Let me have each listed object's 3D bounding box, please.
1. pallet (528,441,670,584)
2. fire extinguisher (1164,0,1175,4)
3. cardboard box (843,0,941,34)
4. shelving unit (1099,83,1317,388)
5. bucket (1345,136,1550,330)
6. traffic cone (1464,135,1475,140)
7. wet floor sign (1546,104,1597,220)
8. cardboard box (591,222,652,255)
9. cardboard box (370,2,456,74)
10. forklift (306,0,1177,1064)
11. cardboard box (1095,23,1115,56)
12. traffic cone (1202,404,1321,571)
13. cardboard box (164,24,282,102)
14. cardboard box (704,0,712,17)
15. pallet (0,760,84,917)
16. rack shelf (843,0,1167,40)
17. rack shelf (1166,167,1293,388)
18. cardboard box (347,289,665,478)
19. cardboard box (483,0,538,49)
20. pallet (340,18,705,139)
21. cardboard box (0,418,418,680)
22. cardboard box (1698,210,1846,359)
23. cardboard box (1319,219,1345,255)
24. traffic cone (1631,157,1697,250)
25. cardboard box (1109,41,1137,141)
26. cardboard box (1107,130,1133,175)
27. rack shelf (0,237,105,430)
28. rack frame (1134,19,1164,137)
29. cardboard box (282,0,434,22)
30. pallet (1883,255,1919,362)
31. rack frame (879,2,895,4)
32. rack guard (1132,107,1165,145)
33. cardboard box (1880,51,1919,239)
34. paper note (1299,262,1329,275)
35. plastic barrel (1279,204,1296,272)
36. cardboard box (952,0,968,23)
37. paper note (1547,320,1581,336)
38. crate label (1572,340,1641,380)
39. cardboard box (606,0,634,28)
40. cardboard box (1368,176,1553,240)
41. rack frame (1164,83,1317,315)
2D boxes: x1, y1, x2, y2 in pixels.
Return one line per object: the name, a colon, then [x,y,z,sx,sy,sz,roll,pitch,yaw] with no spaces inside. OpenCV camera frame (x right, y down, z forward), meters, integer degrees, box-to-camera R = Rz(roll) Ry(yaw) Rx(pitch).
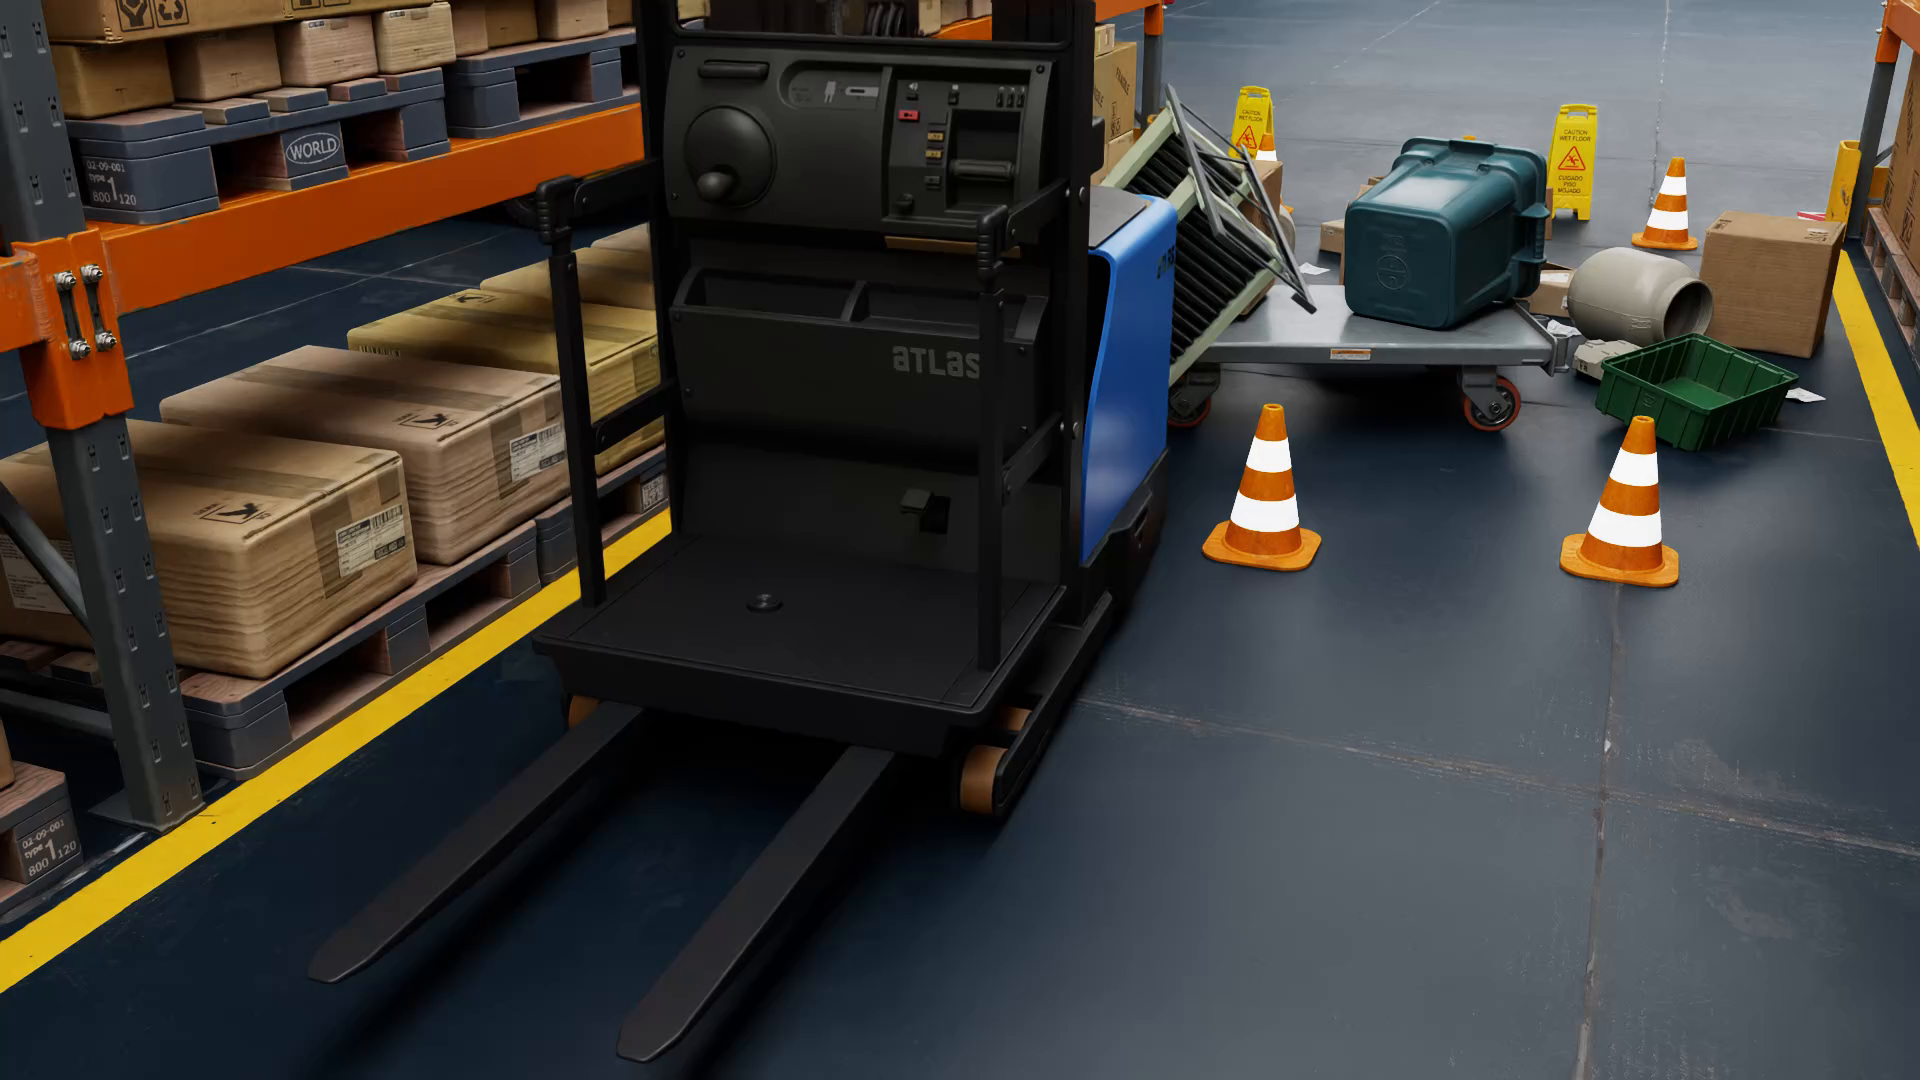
pallet: [-1.456,-0.250,5.574,1.003,0.211,1.213,9,24,20]
fire extinguisher: [1.240,-3.624,10.135,0.296,0.674,0.183,9,24,20]
cardboard box: [-0.302,-2.204,6.961,0.380,0.149,0.250,9,24,20]
shelving unit: [0.689,-0.939,5.732,0.431,0.755,1.500,34,26,-19]
bucket: [1.827,-1.151,6.388,0.726,0.611,0.620,19,39,38]
traffic cone: [2.964,-2.138,9.769,0.336,0.463,0.334,9,24,20]
wet floor sign: [3.575,-2.220,9.727,0.267,0.644,0.232,5,23,11]
cardboard box: [-0.909,-1.047,6.728,0.950,0.372,0.625,9,24,21]
cardboard box: [-1.507,-1.273,4.186,0.380,0.149,0.250,9,24,20]
forklift: [-0.316,-0.902,3.608,1.130,2.935,3.031,8,24,18]
cardboard box: [0.640,-2.790,9.246,0.380,0.149,0.250,10,24,22]
traffic cone: [0.944,-0.192,5.109,0.336,0.463,0.334,9,24,20]
cardboard box: [-1.773,-1.086,3.739,0.380,0.149,0.250,7,24,17]
cardboard box: [-0.919,-1.827,5.513,0.380,0.149,0.250,9,24,20]
pallet: [-2.565,0.736,3.214,1.003,0.211,1.213,9,24,20]
rack shelf: [0.027,-2.637,8.605,1.077,0.370,4.000,9,24,20]
rack shelf: [0.687,-0.768,5.455,0.431,0.720,0.370,34,26,-19]
cardboard box: [-1.429,-0.540,5.515,0.950,0.372,0.625,10,25,22]
cardboard box: [-1.421,-1.477,4.675,0.380,0.149,0.250,10,25,22]
pallet: [-1.505,-1.448,5.073,1.003,0.211,1.213,9,24,20]
cardboard box: [-1.983,-0.004,4.232,0.950,0.372,0.625,7,24,16]
cardboard box: [3.541,-1.131,7.306,0.500,0.500,0.500,13,26,29]
cardboard box: [2.158,-1.611,8.915,0.250,0.149,0.380,-17,28,-35]
traffic cone: [3.887,-1.855,9.091,0.336,0.463,0.334,9,24,20]
cardboard box: [0.714,-2.632,9.709,0.500,0.500,0.500,9,24,20]
cardboard box: [0.710,-2.273,9.824,0.500,0.250,0.500,9,24,20]
rack shelf: [-2.945,0.226,1.751,1.077,0.370,4.000,9,24,20]
rack frame: [0.769,-3.685,10.180,1.000,3.000,0.127,9,24,20]
cardboard box: [-1.633,-1.515,3.924,0.500,0.500,0.500,10,25,23]
pallet: [4.724,-0.993,7.354,1.003,0.211,1.213,9,24,20]
rack frame: [-0.716,-2.253,6.753,1.000,3.000,0.127,9,24,20]
rack guard: [0.741,-2.504,10.597,1.175,0.500,0.348,9,24,20]
cardboard box: [5.212,-1.974,8.295,0.875,0.875,0.875,9,24,20]
paper note: [1.812,-1.404,8.586,0.148,0.019,0.142,19,29,38]
plastic barrel: [1.408,-1.540,8.388,0.421,0.421,0.512,-12,25,-26]
cardboard box: [-0.186,-2.402,7.434,0.380,0.149,0.250,9,24,20]
paper note: [2.722,-0.955,7.507,0.172,0.023,0.155,19,29,38]
crate label: [2.678,-0.729,6.817,0.298,0.136,0.250,-7,24,-17]
cardboard box: [-1.237,-1.665,5.125,0.380,0.149,0.250,8,24,18]
cardboard box: [2.468,-1.542,8.288,0.797,0.503,0.637,-7,24,-17]
rack frame: [0.914,-1.184,5.579,0.400,0.023,1.500,34,26,-19]
